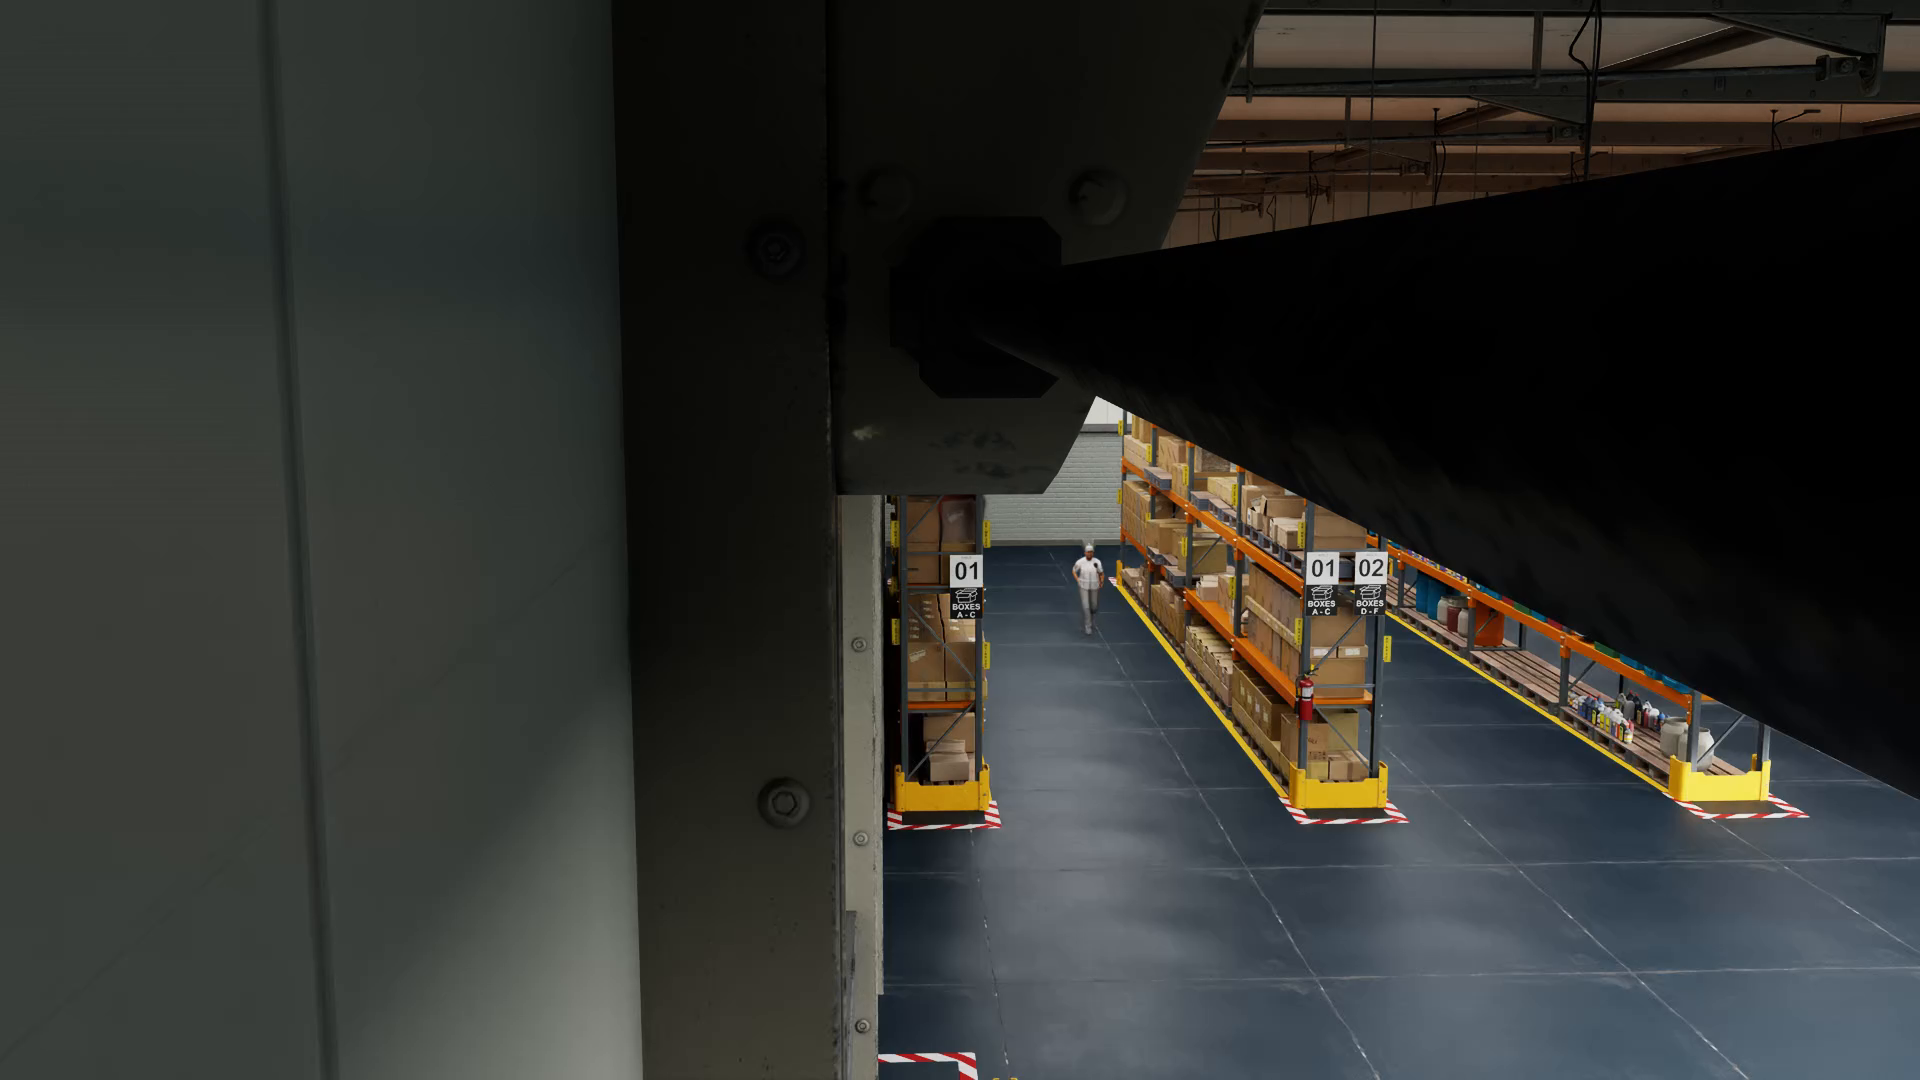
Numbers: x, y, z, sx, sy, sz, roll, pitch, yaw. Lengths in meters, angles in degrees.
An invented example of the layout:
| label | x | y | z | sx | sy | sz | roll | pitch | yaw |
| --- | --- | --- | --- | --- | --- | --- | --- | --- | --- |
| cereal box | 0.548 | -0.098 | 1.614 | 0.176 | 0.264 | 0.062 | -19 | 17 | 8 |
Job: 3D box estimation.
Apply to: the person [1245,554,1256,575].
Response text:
| label | x | y | z | sx | sy | sz | roll | pitch | yaw |
| --- | --- | --- | --- | --- | --- | --- | --- | --- | --- |
| person | 6.065 | 0.299 | 34.941 | 0.664 | 1.755 | 1.010 | -2 | 9 | -16 |

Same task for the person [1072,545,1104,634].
| label | x | y | z | sx | sy | sz | roll | pitch | yaw |
| --- | --- | --- | --- | --- | --- | --- | --- | --- | --- |
| person | 2.425 | 0.911 | 31.457 | 0.607 | 1.644 | 0.694 | -1 | 8 | -4 |

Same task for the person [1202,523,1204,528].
| label | x | y | z | sx | sy | sz | roll | pitch | yaw |
| --- | --- | --- | --- | --- | --- | --- | --- | --- | --- |
| person | 5.198 | 0.026 | 37.090 | 0.728 | 1.707 | 0.861 | -6 | 10 | -36 |
